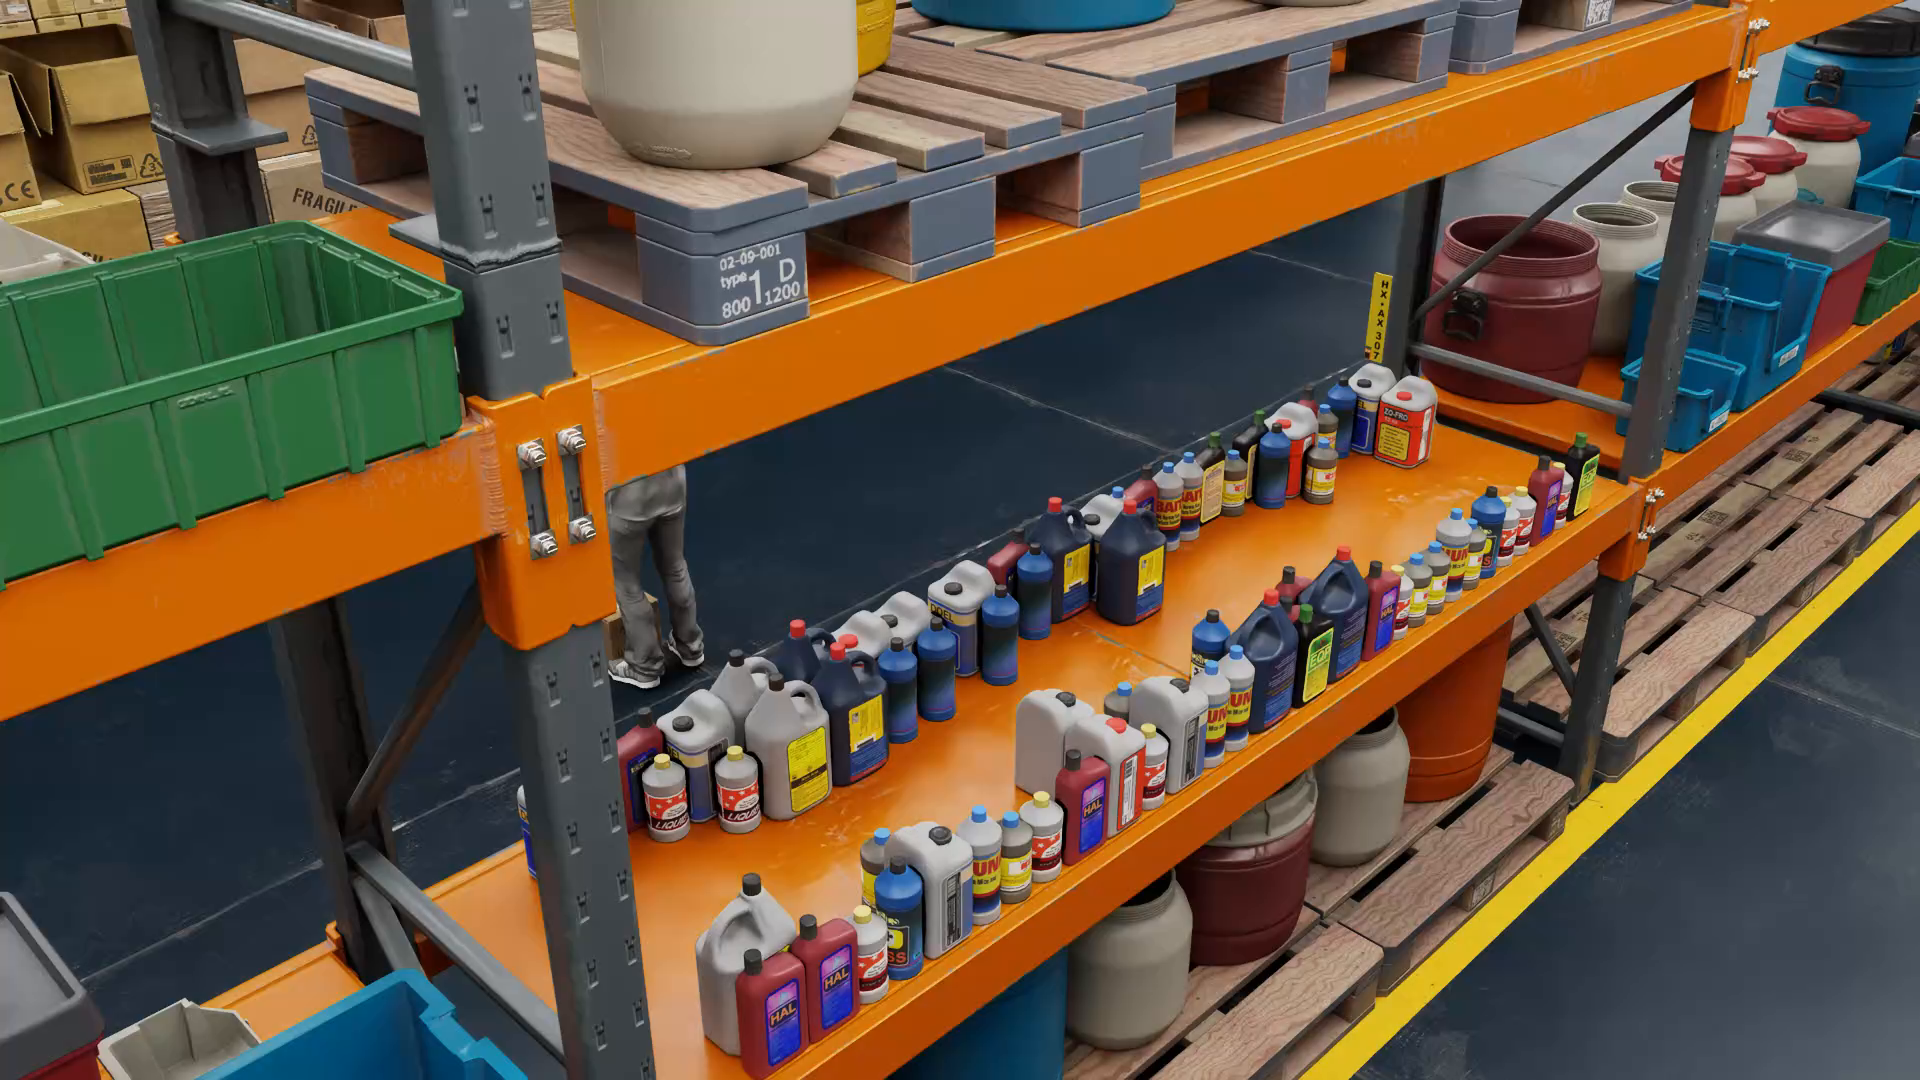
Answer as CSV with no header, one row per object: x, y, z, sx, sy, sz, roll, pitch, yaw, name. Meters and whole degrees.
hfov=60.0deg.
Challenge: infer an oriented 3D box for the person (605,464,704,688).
-1.238,-0.161,6.433,0.345,1.593,0.464,25,37,38,person
